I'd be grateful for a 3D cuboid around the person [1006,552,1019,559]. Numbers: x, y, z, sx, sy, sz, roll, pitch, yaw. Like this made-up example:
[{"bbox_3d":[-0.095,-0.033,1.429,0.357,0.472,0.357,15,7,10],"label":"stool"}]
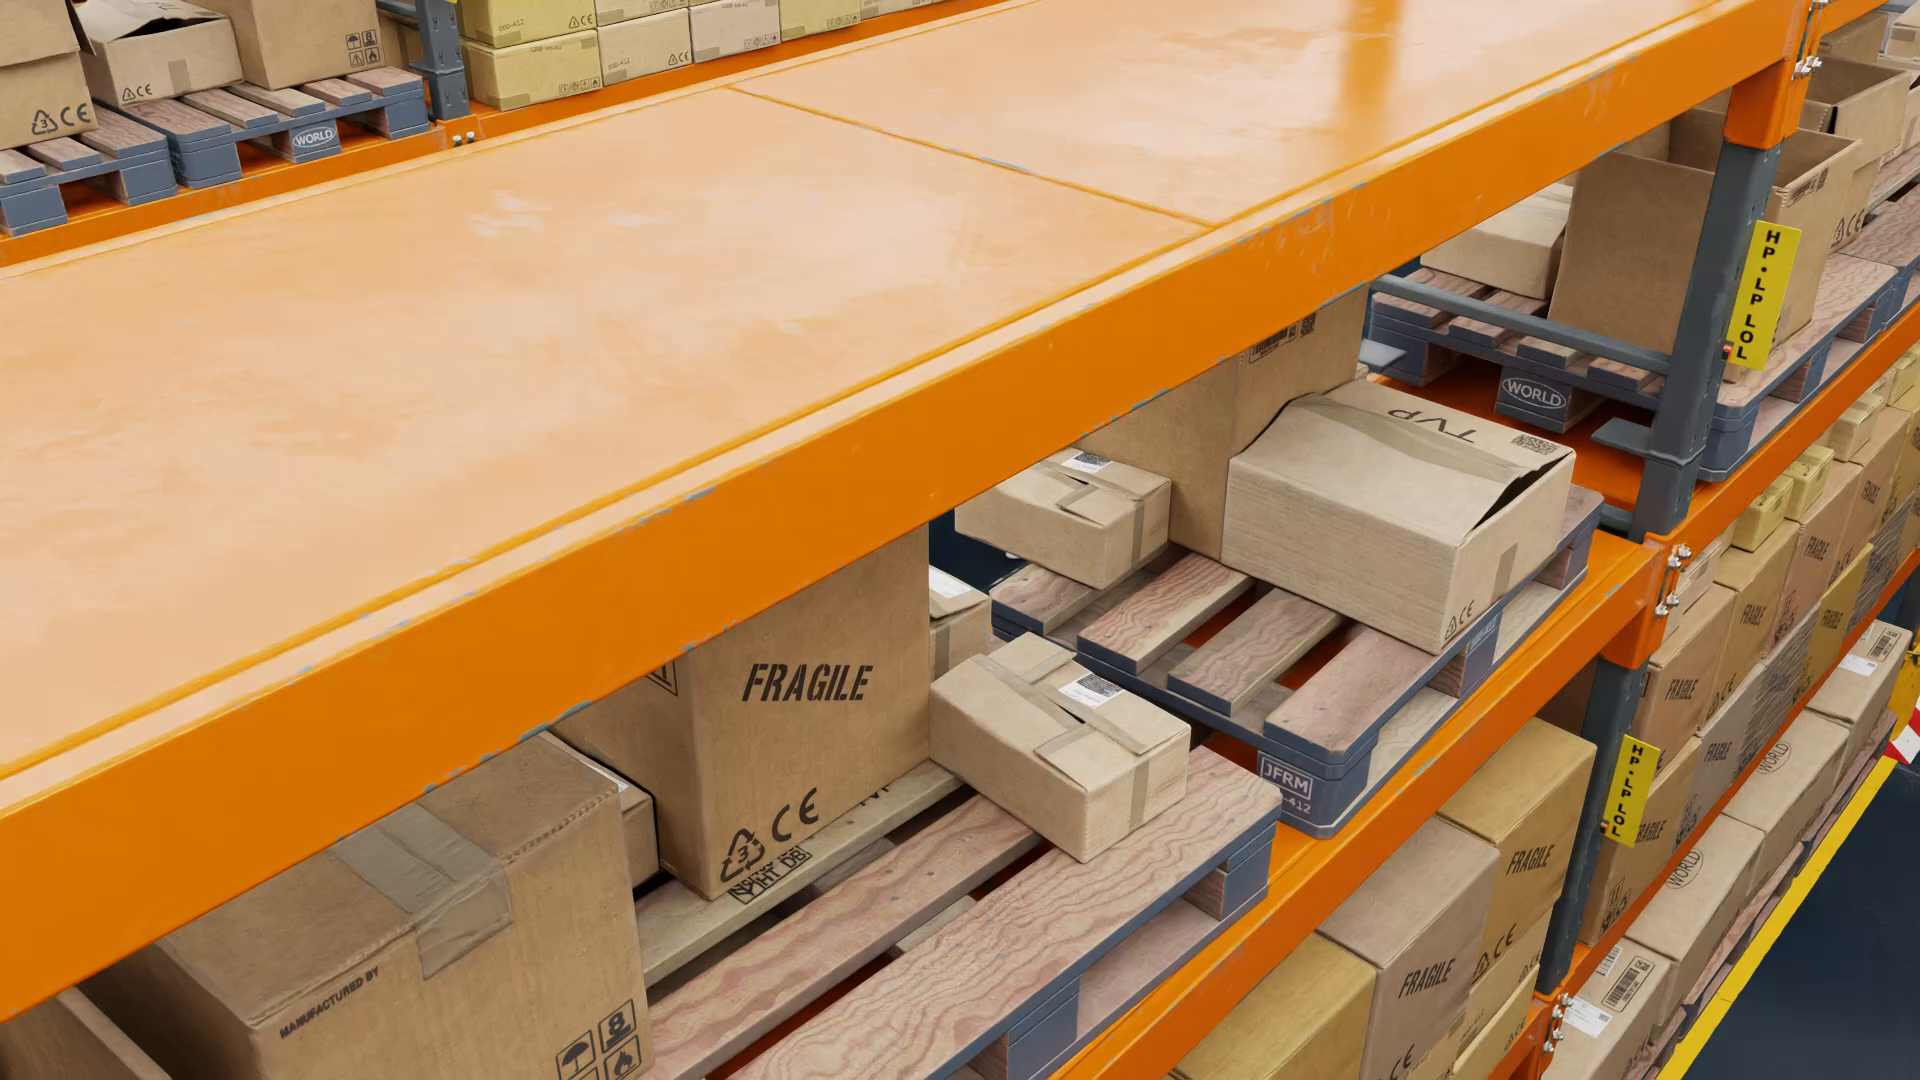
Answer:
[{"bbox_3d":[0.436,-0.687,8.796,0.647,1.772,0.433,21,37,31],"label":"person"}]
